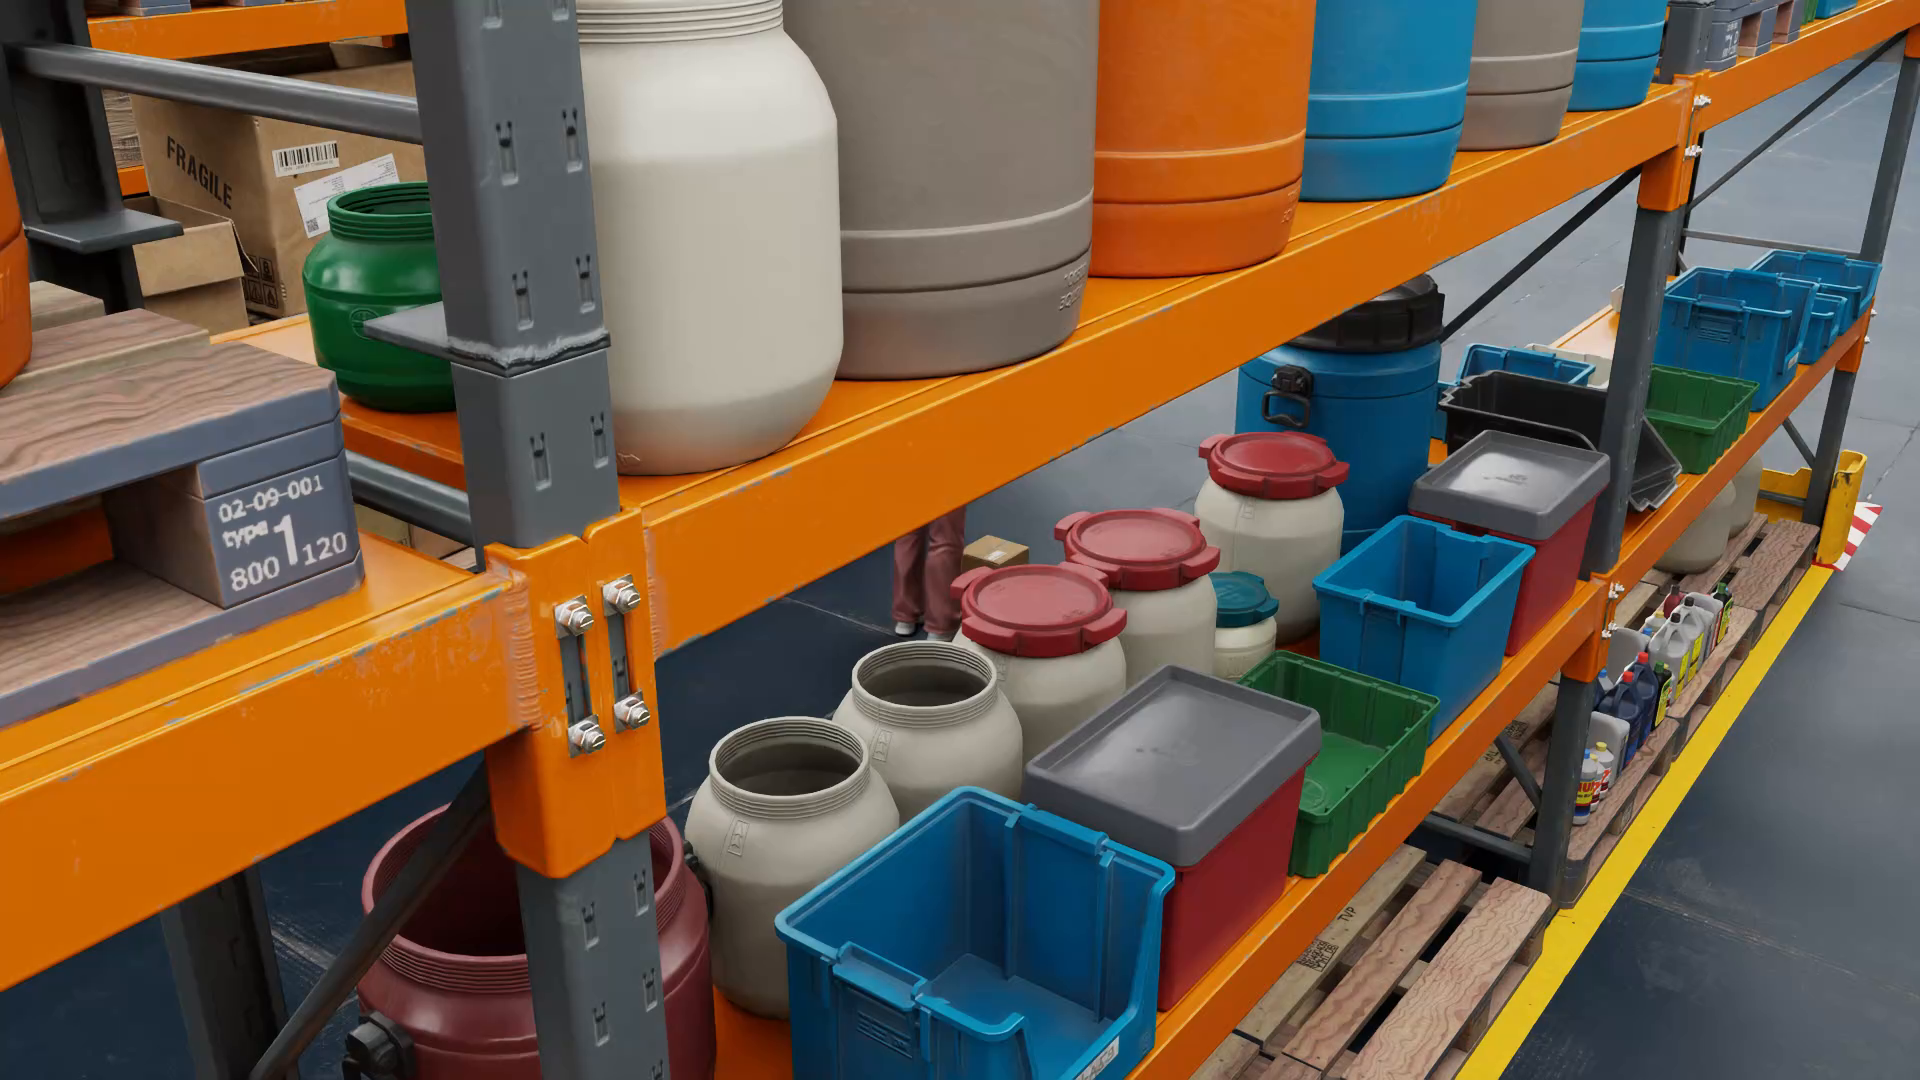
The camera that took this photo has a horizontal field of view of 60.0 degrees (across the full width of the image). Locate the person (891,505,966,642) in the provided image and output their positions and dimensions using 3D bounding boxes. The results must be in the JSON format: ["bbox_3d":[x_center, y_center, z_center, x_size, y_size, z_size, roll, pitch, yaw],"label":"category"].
[{"bbox_3d":[-0.148,-0.340,7.377,0.443,1.672,0.352,18,29,35],"label":"person"}]
